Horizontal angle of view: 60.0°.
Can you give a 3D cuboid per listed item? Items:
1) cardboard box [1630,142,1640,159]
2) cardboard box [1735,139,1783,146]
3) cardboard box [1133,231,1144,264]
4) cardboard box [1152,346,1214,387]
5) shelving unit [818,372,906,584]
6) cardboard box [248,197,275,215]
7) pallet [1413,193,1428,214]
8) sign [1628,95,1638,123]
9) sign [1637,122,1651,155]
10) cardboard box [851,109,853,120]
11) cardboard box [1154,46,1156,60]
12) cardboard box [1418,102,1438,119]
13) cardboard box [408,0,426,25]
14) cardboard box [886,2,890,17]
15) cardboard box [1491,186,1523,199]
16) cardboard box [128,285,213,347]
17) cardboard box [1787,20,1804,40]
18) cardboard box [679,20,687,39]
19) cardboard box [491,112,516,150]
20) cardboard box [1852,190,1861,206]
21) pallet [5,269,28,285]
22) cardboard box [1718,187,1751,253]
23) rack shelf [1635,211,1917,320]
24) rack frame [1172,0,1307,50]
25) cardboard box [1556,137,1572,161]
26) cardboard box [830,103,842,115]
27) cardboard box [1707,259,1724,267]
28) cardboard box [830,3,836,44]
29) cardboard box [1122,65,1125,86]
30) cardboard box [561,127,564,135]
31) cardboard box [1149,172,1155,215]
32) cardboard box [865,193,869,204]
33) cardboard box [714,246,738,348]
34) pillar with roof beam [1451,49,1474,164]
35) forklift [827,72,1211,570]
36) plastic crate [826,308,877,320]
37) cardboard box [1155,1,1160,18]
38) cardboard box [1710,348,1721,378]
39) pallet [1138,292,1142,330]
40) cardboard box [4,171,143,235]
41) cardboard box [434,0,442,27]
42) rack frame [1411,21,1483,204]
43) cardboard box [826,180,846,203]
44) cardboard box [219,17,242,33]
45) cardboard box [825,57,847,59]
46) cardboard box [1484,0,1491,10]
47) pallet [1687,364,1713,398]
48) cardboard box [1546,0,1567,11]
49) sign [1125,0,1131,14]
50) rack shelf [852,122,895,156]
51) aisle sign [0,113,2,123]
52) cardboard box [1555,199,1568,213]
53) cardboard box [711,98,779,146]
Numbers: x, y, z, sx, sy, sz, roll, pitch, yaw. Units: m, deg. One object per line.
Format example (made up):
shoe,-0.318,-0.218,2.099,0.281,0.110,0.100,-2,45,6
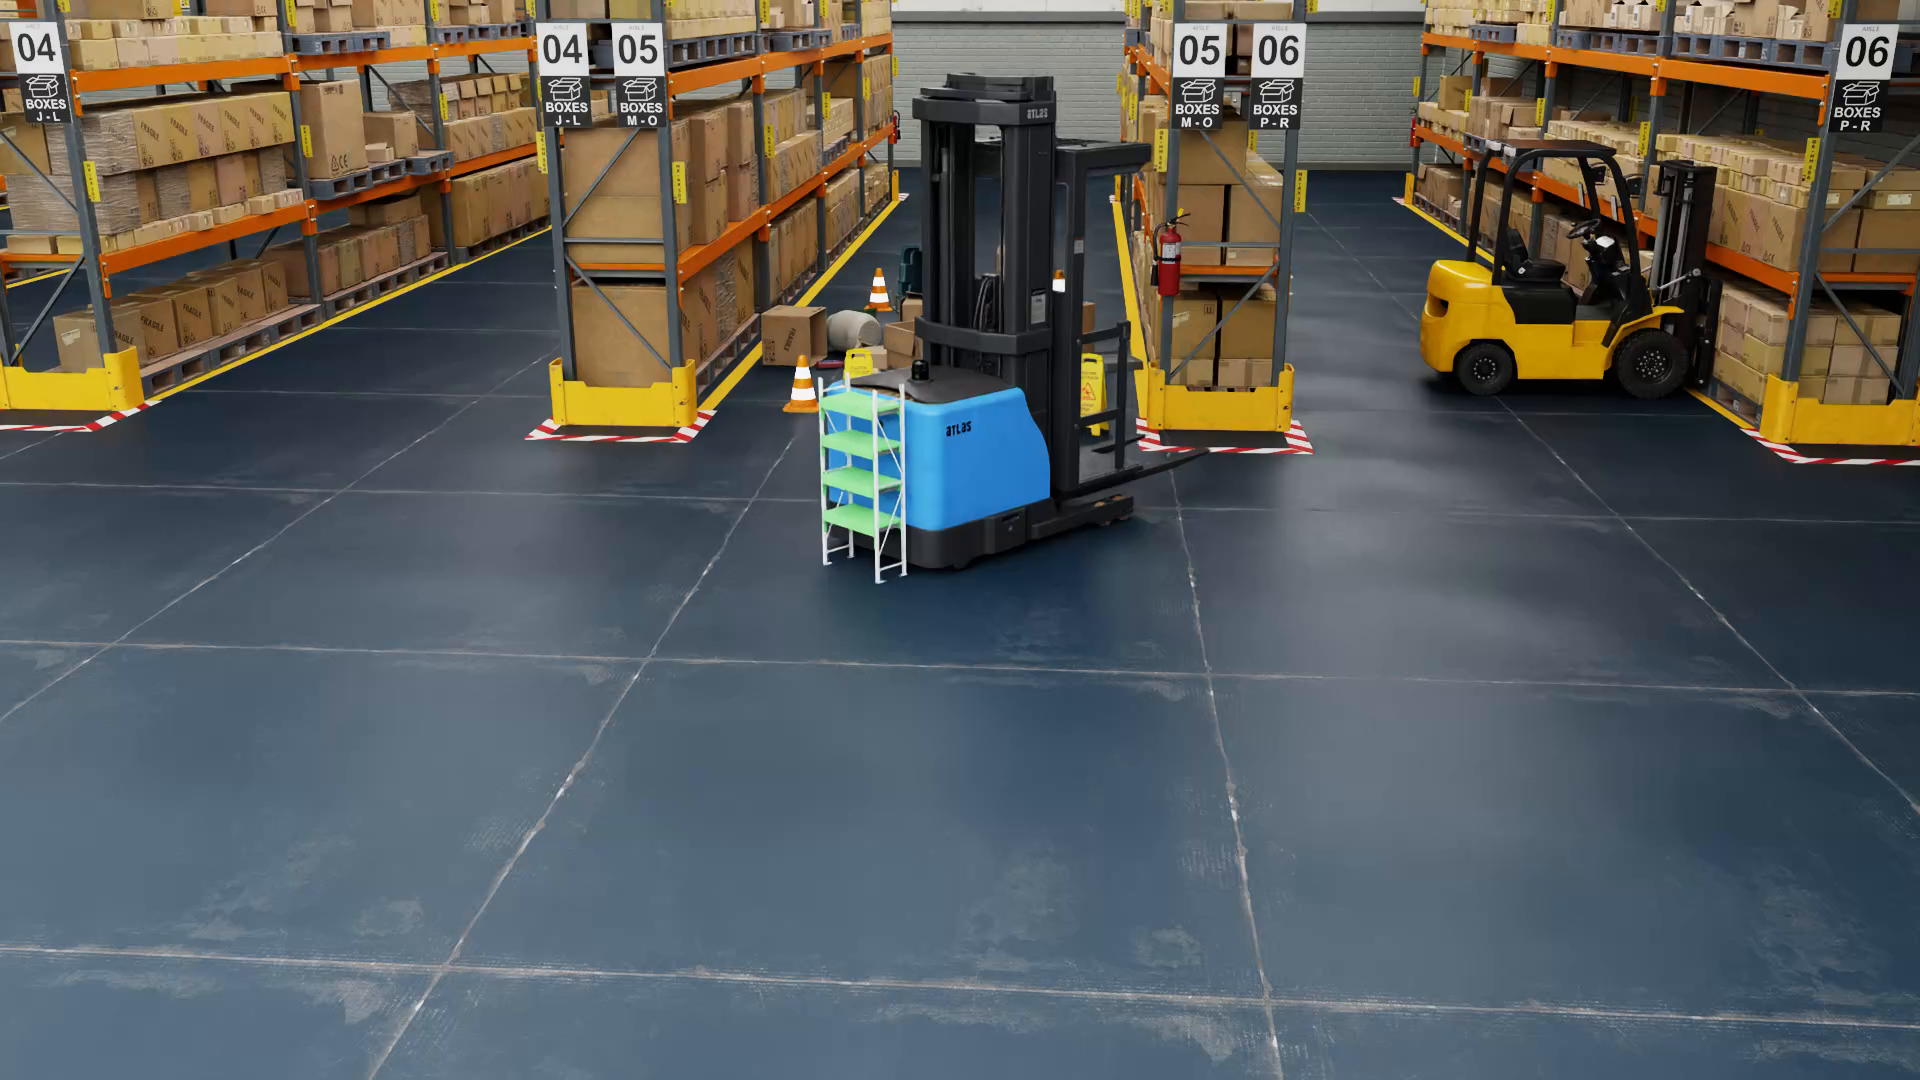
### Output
cardboard box,7.179,-4.034,17.216,0.380,0.149,0.250,1,18,3
cardboard box,7.589,-3.719,15.775,0.380,0.149,0.250,1,18,3
cardboard box,2.661,-3.615,20.683,0.950,0.372,0.625,0,18,0
cardboard box,1.929,-1.512,14.461,0.500,0.250,0.500,1,18,4
shelving unit,-0.595,-0.383,10.166,0.258,1.200,0.503,-17,25,-42
cardboard box,-7.194,-3.391,16.859,0.380,0.149,0.250,1,18,4
pallet,8.174,-5.618,27.728,1.003,0.211,1.213,1,18,4
sign,8.216,-5.268,20.324,0.100,0.325,0.005,1,18,4
sign,6.834,-4.009,16.608,0.100,0.325,0.005,1,18,4
cardboard box,-1.778,-6.254,24.443,0.380,0.149,0.250,2,18,6
cardboard box,2.081,-4.731,16.131,0.380,0.149,0.250,1,18,4
cardboard box,7.935,-7.149,27.687,0.500,0.250,0.500,1,18,4
cardboard box,-6.958,-6.617,20.519,0.500,0.500,0.500,2,18,5
cardboard box,-1.439,-8.846,27.722,0.500,0.250,0.500,1,18,2
cardboard box,7.647,-4.856,23.225,0.380,0.149,0.250,1,18,4
cardboard box,-7.613,-2.161,16.042,0.500,0.500,0.500,3,18,9
cardboard box,6.846,-4.062,13.254,0.380,0.149,0.250,1,18,2
cardboard box,-2.445,-4.165,13.568,0.380,0.149,0.250,1,18,4
cardboard box,-6.720,-5.883,23.899,0.500,0.500,0.500,1,18,3
cardboard box,7.326,-2.778,13.382,0.380,0.149,0.250,1,18,4
pallet,-12.298,-3.228,20.436,1.003,0.211,1.213,1,18,4
cardboard box,6.945,-2.771,14.402,0.500,0.500,0.500,1,18,3
rack shelf,7.232,-2.524,14.964,1.077,0.370,4.000,1,18,4
rack frame,2.138,-5.205,12.357,1.000,3.000,0.127,1,18,4
cardboard box,7.350,-4.608,19.606,0.500,0.250,0.500,2,18,6
cardboard box,-1.859,-6.073,23.413,0.380,0.149,0.250,1,18,2
cardboard box,7.512,-2.540,15.994,0.500,0.250,0.500,1,18,3
cardboard box,-1.898,-6.718,21.630,0.500,0.500,0.500,1,18,4
cardboard box,2.936,-7.543,27.359,0.500,0.500,0.500,1,18,2
cardboard box,-6.479,-6.513,26.385,0.380,0.149,0.250,1,18,2
cardboard box,2.053,-3.343,15.670,0.500,0.500,0.500,1,18,3
cardboard box,-1.601,-5.252,25.561,0.380,0.149,0.250,2,18,6
cardboard box,-2.696,-2.392,16.143,0.875,0.875,0.875,1,18,4
pillar with roof beam,5.034,-10.978,29.975,9.100,9.000,0.400,1,18,4
forklift,0.541,-1.585,11.052,3.031,2.935,1.130,-17,25,-42
plastic crate,-1.226,-2.284,17.499,0.450,0.188,0.662,0,15,35
cardboard box,2.014,-4.947,15.509,0.380,0.149,0.250,1,18,4
cardboard box,6.898,-1.600,14.730,0.500,0.250,0.500,1,18,5
pallet,2.479,-2.513,18.255,1.003,0.211,1.213,1,18,4
cardboard box,-7.680,-2.935,14.424,0.875,0.500,0.500,1,18,4
cardboard box,-7.201,-6.925,21.583,0.797,0.503,0.637,2,18,7
rack frame,8.236,-7.214,28.122,1.000,3.000,0.127,1,18,4
cardboard box,-1.858,-4.806,22.908,0.500,0.250,0.500,1,18,4
cardboard box,-7.231,-5.007,16.170,0.380,0.149,0.250,1,18,2
cardboard box,-2.079,-7.457,26.620,0.500,0.500,0.500,1,18,2
cardboard box,7.482,-7.421,23.027,0.380,0.149,0.250,1,18,3
pallet,7.192,-1.536,15.272,1.003,0.211,1.213,1,18,4
cardboard box,7.392,-6.528,20.333,0.380,0.149,0.250,2,18,6
sign,2.444,-7.802,24.142,0.100,0.325,0.005,1,18,4
rack shelf,-1.803,-6.440,26.914,1.077,0.370,4.000,1,18,4
aisle sign,-8.050,-3.798,13.523,0.394,0.787,0.004,1,18,4
cardboard box,7.995,-4.365,21.726,0.380,0.149,0.250,2,18,5
cardboard box,-2.419,-4.670,18.590,0.700,0.500,0.500,1,18,4
